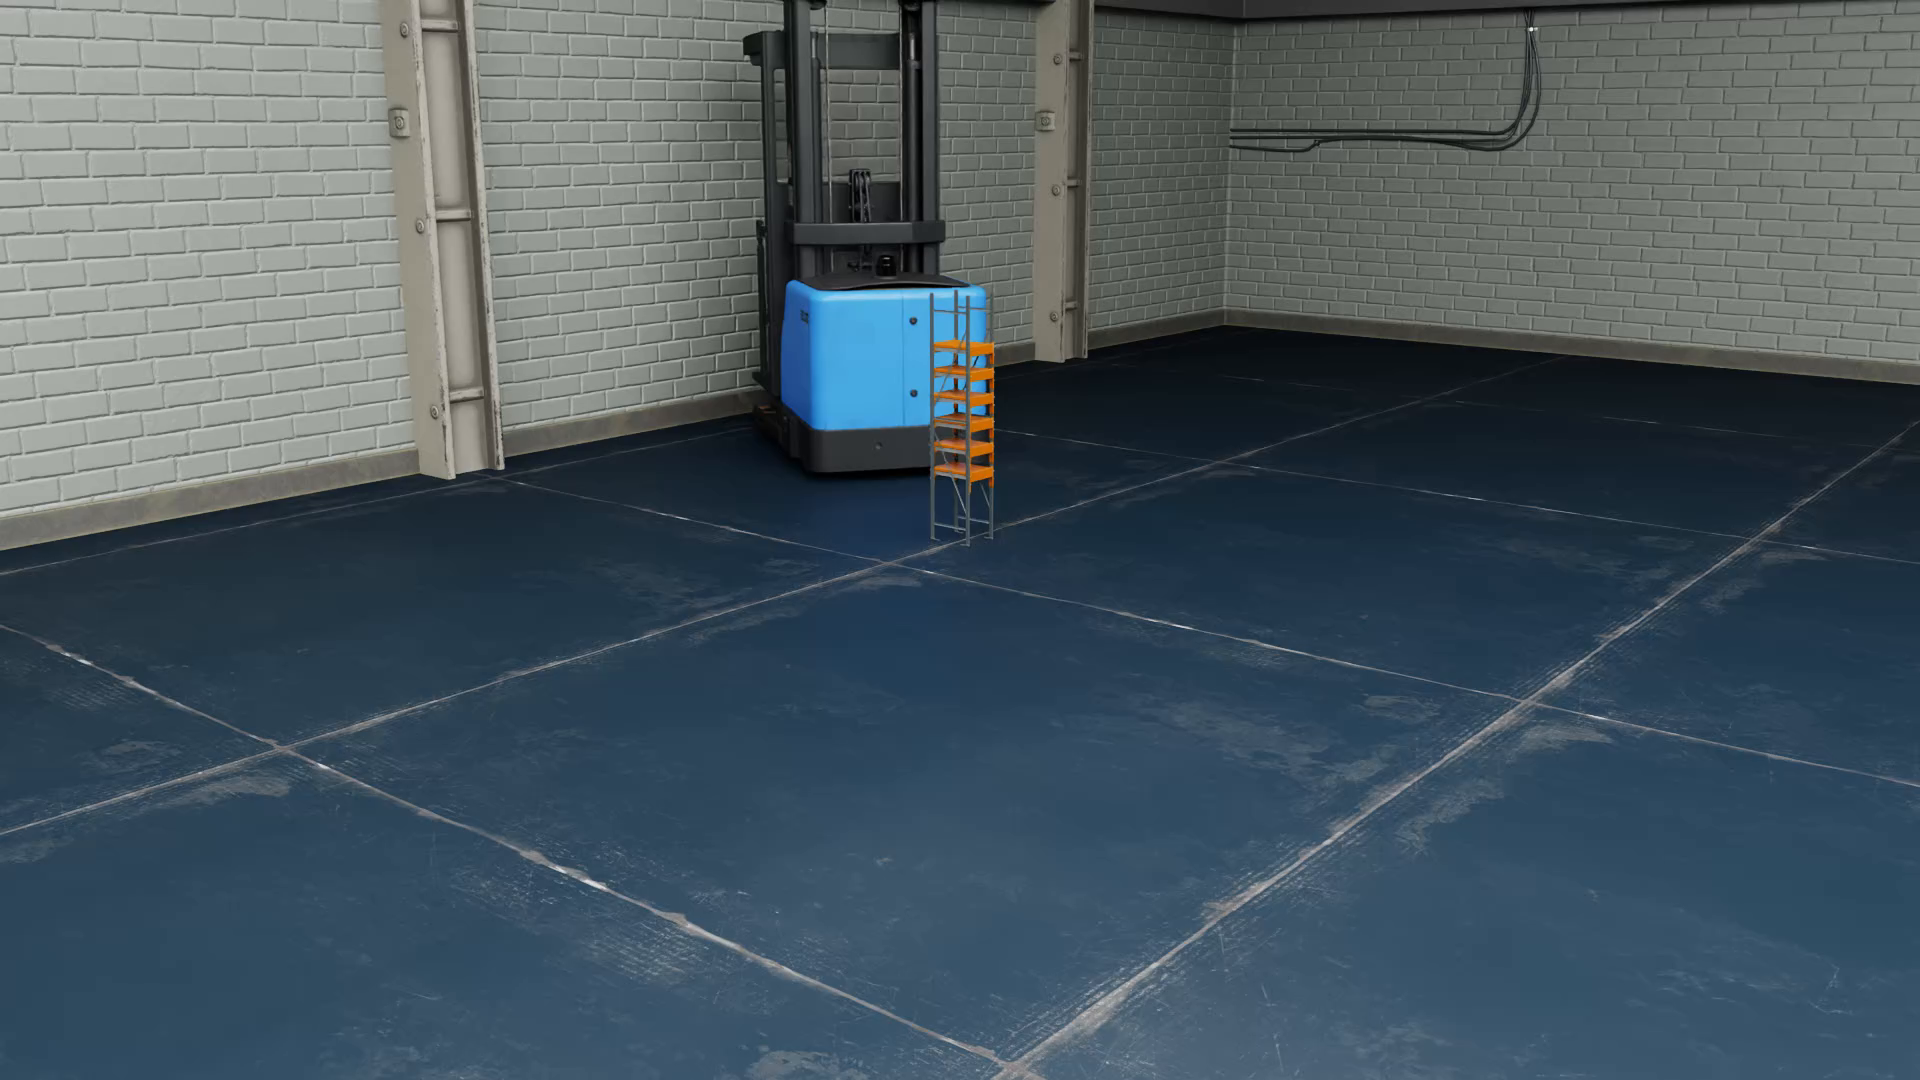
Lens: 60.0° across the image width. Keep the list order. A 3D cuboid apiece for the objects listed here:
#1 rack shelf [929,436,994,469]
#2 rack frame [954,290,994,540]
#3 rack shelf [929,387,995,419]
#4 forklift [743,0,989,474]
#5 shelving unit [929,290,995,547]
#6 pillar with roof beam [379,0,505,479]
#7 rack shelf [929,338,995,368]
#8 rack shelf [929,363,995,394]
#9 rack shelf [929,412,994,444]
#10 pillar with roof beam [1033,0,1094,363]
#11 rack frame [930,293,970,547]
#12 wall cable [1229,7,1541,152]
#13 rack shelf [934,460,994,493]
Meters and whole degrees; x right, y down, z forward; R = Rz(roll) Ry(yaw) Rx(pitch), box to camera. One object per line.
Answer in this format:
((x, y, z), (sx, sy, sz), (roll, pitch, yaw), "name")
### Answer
((0.009, -0.425, 8.027), (0.258, 0.103, 0.180), (11, 18, 38), "rack shelf")
((0.067, -0.602, 8.055), (0.240, 1.200, 0.006), (11, 18, 38), "rack frame")
((0.009, -0.658, 7.968), (0.258, 0.103, 0.180), (11, 18, 38), "rack shelf")
((-0.731, -2.115, 10.496), (1.130, 2.935, 3.031), (-4, 15, -16), "forklift")
((0.009, -0.584, 7.986), (0.258, 1.200, 0.189), (11, 18, 38), "shelving unit")
((0.434, -4.102, 5.992), (9.100, 9.000, 0.400), (11, 18, 38), "pillar with roof beam")
((0.009, -0.890, 7.908), (0.258, 0.103, 0.180), (11, 18, 38), "rack shelf")
((0.009, -0.774, 7.938), (0.258, 0.103, 0.180), (11, 18, 38), "rack shelf")
((0.009, -0.541, 7.997), (0.258, 0.103, 0.180), (11, 18, 38), "rack shelf")
((4.205, -5.251, 10.515), (9.100, 9.000, 0.400), (11, 18, 38), "pillar with roof beam")
((-0.048, -0.567, 7.917), (0.240, 1.200, 0.006), (11, 18, 38), "rack frame")
((3.737, -4.771, 14.935), (3.097, 2.526, 0.112), (11, 18, 38), "wall cable")
((0.009, -0.309, 8.056), (0.258, 0.103, 0.180), (11, 18, 38), "rack shelf")
